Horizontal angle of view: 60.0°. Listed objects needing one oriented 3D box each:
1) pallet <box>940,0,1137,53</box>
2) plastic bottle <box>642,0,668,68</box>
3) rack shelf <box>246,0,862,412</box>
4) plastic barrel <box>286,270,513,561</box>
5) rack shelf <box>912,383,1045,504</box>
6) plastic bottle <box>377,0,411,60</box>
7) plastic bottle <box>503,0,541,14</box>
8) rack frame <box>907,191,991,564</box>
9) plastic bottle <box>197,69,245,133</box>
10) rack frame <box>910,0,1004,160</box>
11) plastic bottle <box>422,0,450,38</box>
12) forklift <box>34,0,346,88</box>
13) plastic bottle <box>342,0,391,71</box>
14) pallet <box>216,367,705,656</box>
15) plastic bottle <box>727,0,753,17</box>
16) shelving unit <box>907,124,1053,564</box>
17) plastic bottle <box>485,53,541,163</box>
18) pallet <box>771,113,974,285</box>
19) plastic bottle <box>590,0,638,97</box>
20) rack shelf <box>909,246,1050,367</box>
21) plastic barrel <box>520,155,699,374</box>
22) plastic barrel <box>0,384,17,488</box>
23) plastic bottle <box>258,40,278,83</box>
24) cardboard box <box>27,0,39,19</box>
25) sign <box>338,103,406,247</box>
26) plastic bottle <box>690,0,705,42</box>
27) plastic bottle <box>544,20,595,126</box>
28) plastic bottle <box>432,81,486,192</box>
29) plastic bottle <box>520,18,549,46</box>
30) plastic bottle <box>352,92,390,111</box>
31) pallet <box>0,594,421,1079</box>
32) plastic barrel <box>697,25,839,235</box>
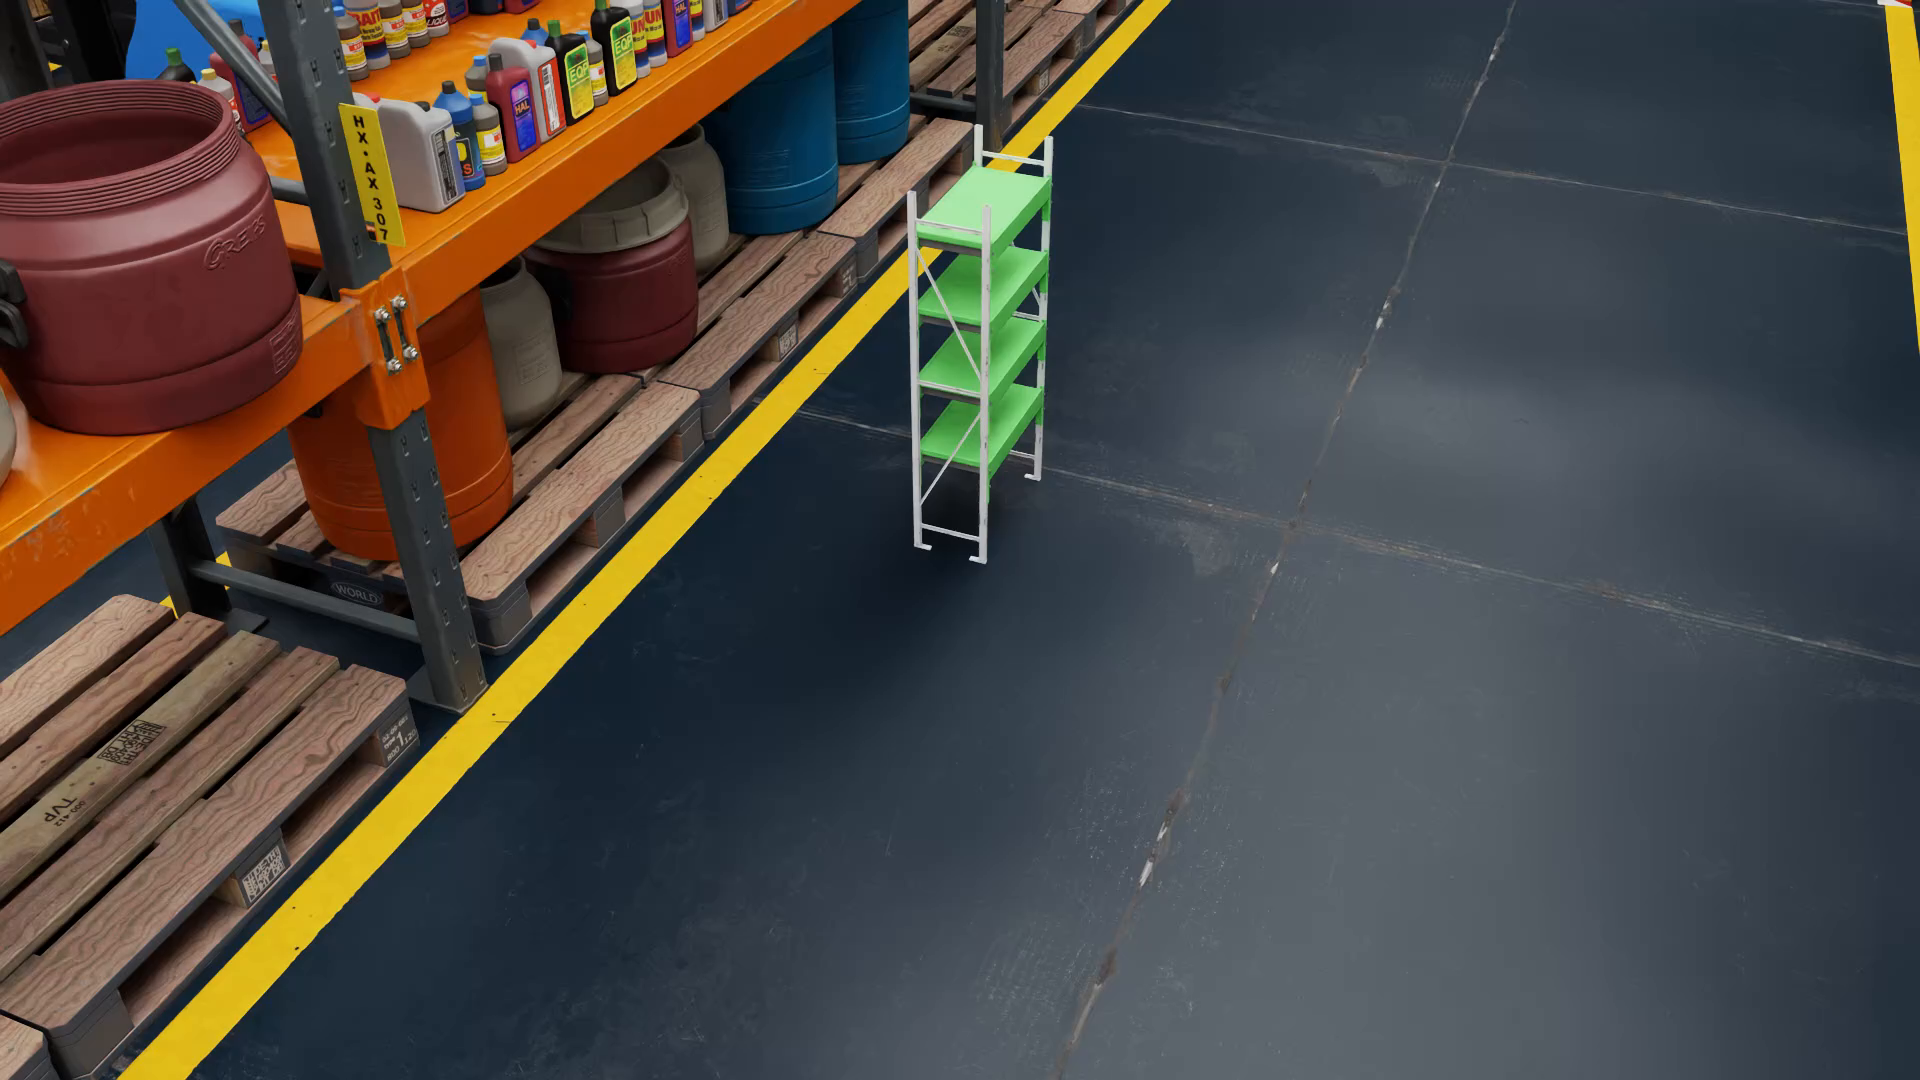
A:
[{"bbox_3d":[0.416,-3.052,9.157,1.003,0.211,1.213,14,39,18],"label":"pallet"},{"bbox_3d":[-0.928,-1.545,4.919,0.097,0.271,0.097,0,37,0],"label":"plastic bottle"},{"bbox_3d":[-1.052,-1.680,5.593,1.077,0.370,4.000,14,39,18],"label":"rack shelf"},{"bbox_3d":[-1.642,-0.435,4.788,0.600,0.830,0.708,14,39,18],"label":"plastic barrel"},{"bbox_3d":[0.063,-0.329,5.195,0.258,0.148,0.480,14,39,18],"label":"rack shelf"},{"bbox_3d":[-1.719,-1.559,4.997,0.097,0.201,0.097,0,37,0],"label":"plastic bottle"},{"bbox_3d":[-1.415,-1.838,5.300,0.061,0.283,0.133,14,39,18],"label":"plastic bottle"},{"bbox_3d":[-0.030,-0.437,4.833,0.240,1.200,0.015,14,39,18],"label":"rack frame"},{"bbox_3d":[-1.992,-1.162,4.465,0.097,0.201,0.097,0,37,0],"label":"plastic bottle"},{"bbox_3d":[-0.291,-3.076,6.859,1.000,3.000,0.127,14,39,18],"label":"rack frame"},{"bbox_3d":[-1.645,-1.667,5.141,0.097,0.201,0.097,0,37,0],"label":"plastic bottle"},{"bbox_3d":[-3.538,-2.906,6.690,3.031,2.935,1.130,17,40,21],"label":"forklift"},{"bbox_3d":[-1.756,-1.534,4.904,0.097,0.271,0.097,0,37,0],"label":"plastic bottle"},{"bbox_3d":[-1.551,-0.190,5.328,1.003,0.211,1.213,14,39,18],"label":"pallet"},{"bbox_3d":[-0.757,-1.862,5.277,0.144,0.351,0.185,14,39,18],"label":"plastic bottle"},{"bbox_3d":[0.063,-0.572,5.013,0.258,1.200,0.503,14,39,18],"label":"shelving unit"},{"bbox_3d":[-1.182,-1.152,4.383,0.061,0.283,0.133,14,39,18],"label":"plastic bottle"},{"bbox_3d":[-0.623,-1.541,7.135,1.003,0.211,1.213,14,39,18],"label":"pallet"},{"bbox_3d":[-0.992,-1.428,4.752,0.061,0.283,0.133,14,39,18],"label":"plastic bottle"},{"bbox_3d":[0.063,-0.713,4.908,0.258,0.148,0.480,14,39,18],"label":"rack shelf"},{"bbox_3d":[-1.212,-0.963,5.697,0.600,0.588,0.708,14,39,18],"label":"plastic barrel"},{"bbox_3d":[-2.006,-0.287,3.036,0.421,0.512,0.421,0,37,0],"label":"plastic barrel"},{"bbox_3d":[-1.905,-1.290,4.636,0.097,0.201,0.097,0,37,0],"label":"plastic bottle"},{"bbox_3d":[-4.989,-2.771,8.172,0.500,0.500,0.500,14,39,18],"label":"cardboard box"},{"bbox_3d":[-1.301,-0.805,3.685,0.100,0.325,0.005,14,39,18],"label":"sign"},{"bbox_3d":[-0.840,-1.673,5.090,0.097,0.271,0.097,0,37,0],"label":"plastic bottle"},{"bbox_3d":[-1.080,-1.300,4.581,0.061,0.283,0.133,14,39,18],"label":"plastic bottle"},{"bbox_3d":[-1.280,-1.033,4.234,0.097,0.271,0.097,0,37,0],"label":"plastic bottle"},{"bbox_3d":[-1.160,-1.303,4.596,0.097,0.271,0.097,0,37,0],"label":"plastic bottle"},{"bbox_3d":[-1.490,-1.012,4.202,0.152,0.276,0.135,14,39,18],"label":"plastic bottle"},{"bbox_3d":[-2.143,0.676,4.169,1.003,0.211,1.213,14,39,18],"label":"pallet"},{"bbox_3d":[-0.783,-1.714,6.439,0.600,0.901,0.708,14,39,18],"label":"plastic barrel"}]
